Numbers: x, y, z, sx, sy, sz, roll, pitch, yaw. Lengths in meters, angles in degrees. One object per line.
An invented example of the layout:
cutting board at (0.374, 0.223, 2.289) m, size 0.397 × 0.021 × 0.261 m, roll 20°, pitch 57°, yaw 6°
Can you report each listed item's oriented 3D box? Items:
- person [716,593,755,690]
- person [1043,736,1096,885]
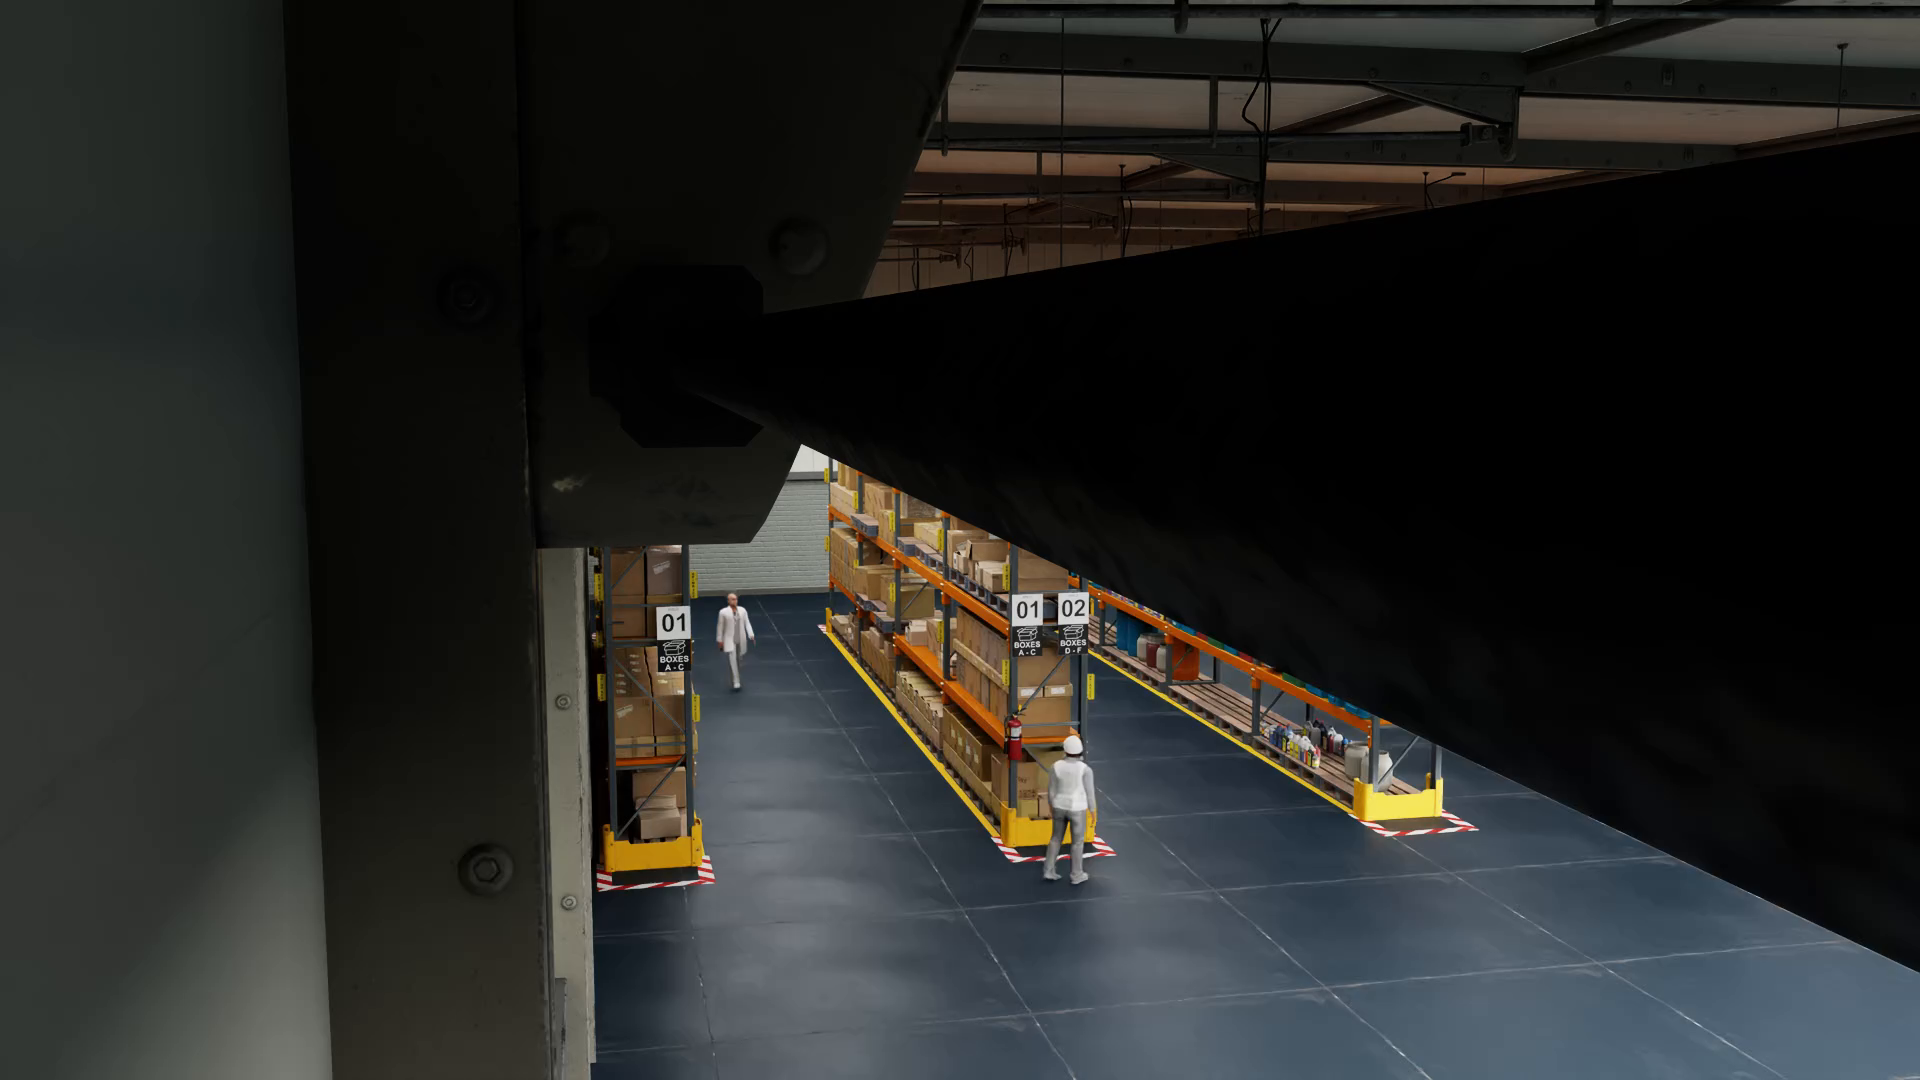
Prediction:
person at (-4.124, 1.847, 30.545) m, size 0.668 × 1.734 × 1.114 m, roll -3°, pitch 7°, yaw -22°
person at (1.304, 3.163, 19.516) m, size 0.607 × 1.805 × 0.455 m, roll 5°, pitch 8°, yaw 34°
